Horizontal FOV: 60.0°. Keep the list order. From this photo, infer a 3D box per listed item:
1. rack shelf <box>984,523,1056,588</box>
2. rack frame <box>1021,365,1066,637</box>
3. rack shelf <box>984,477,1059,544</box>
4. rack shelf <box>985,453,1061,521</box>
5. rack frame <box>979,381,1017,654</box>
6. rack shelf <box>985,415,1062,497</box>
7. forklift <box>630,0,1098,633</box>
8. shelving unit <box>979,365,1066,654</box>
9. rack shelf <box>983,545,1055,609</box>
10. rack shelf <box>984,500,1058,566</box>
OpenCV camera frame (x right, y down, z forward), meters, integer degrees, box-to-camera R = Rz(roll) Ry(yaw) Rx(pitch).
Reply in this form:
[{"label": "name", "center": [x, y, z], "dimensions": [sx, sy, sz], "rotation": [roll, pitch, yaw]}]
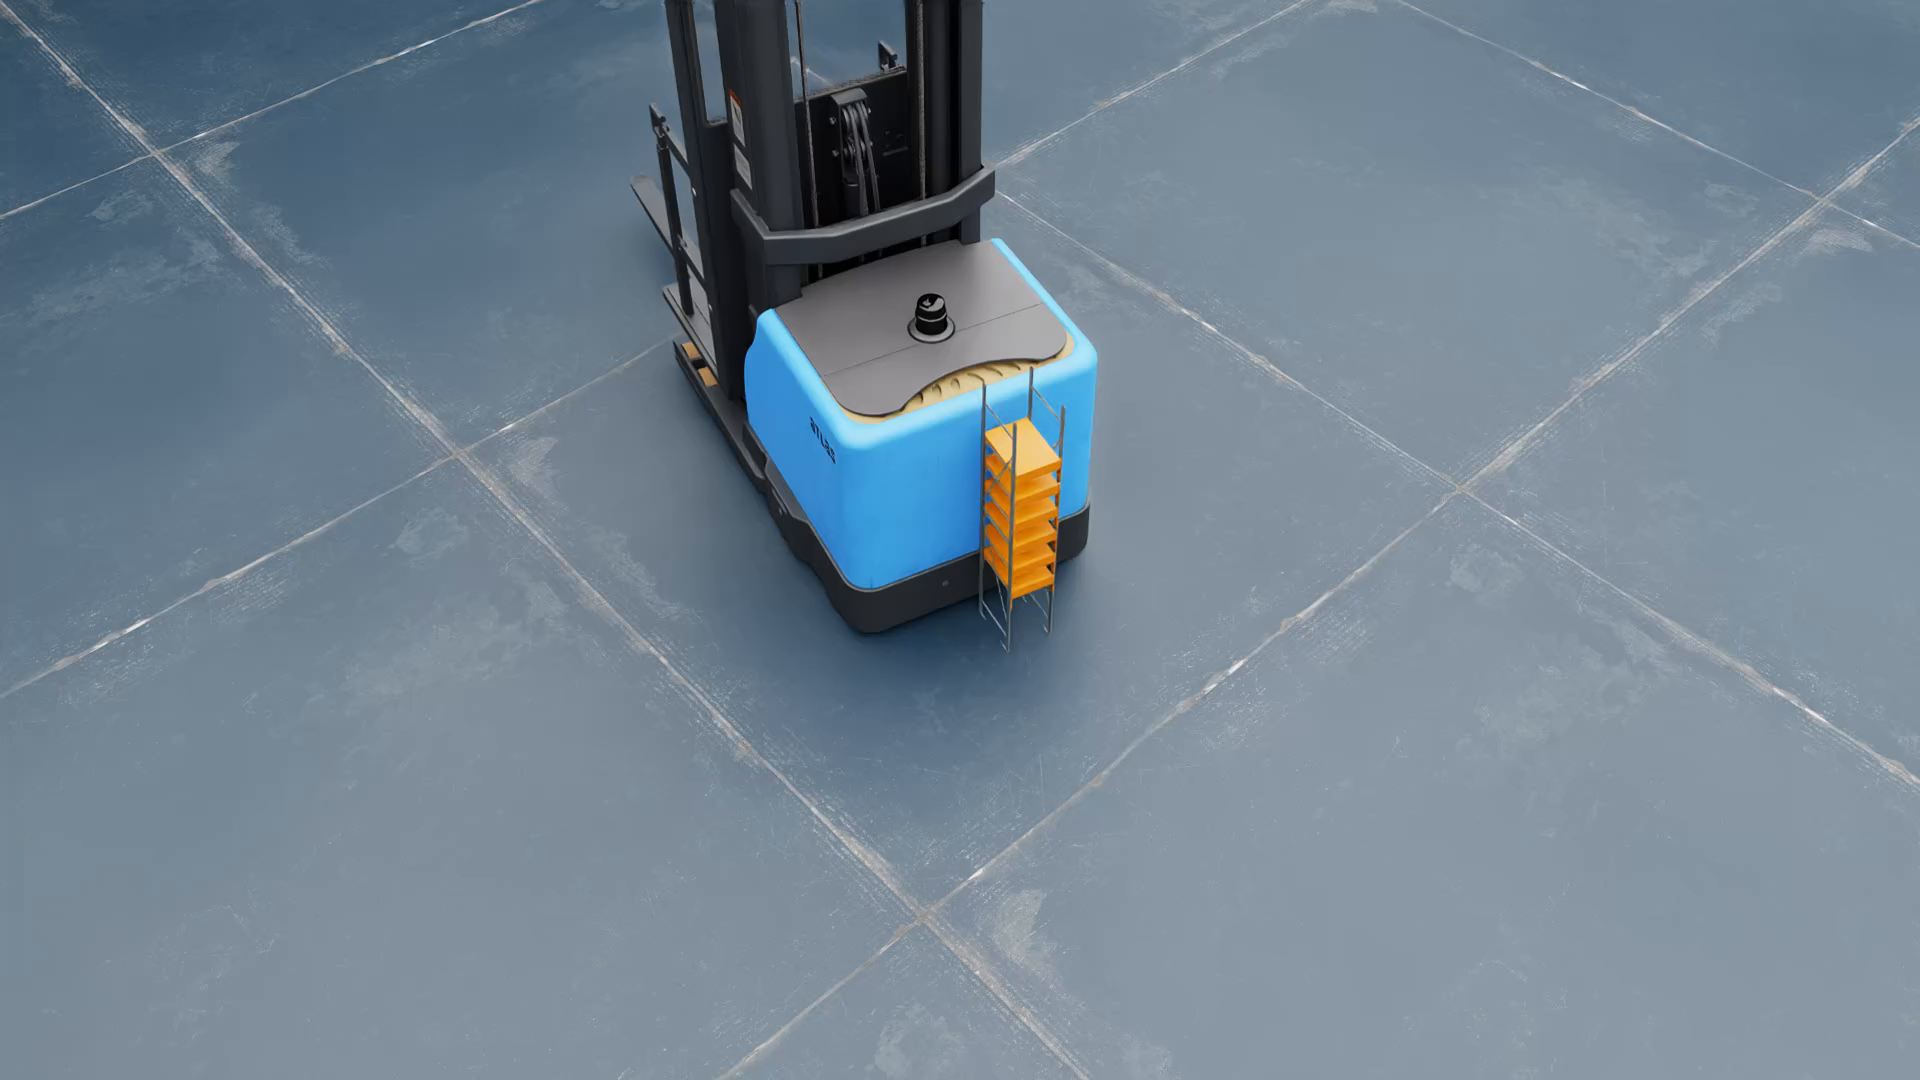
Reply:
[{"label": "rack shelf", "center": [0.213, 0.031, 6.129], "dimensions": [0.180, 0.103, 0.258], "rotation": [-21, 51, -18]}, {"label": "rack frame", "center": [0.294, -0.111, 6.036], "dimensions": [0.006, 1.200, 0.240], "rotation": [-21, 51, -18]}, {"label": "rack shelf", "center": [0.213, -0.132, 5.952], "dimensions": [0.180, 0.103, 0.258], "rotation": [-21, 51, -18]}, {"label": "rack shelf", "center": [0.213, -0.213, 5.864], "dimensions": [0.180, 0.103, 0.258], "rotation": [-21, 51, -18]}, {"label": "rack frame", "center": [0.131, -0.050, 5.979], "dimensions": [0.006, 1.200, 0.240], "rotation": [-21, 51, -18]}, {"label": "rack shelf", "center": [0.213, -0.294, 5.775], "dimensions": [0.180, 0.103, 0.258], "rotation": [-21, 51, -18]}, {"label": "forklift", "center": [-0.612, -1.730, 6.352], "dimensions": [1.130, 2.935, 3.031], "rotation": [-21, 51, -18]}, {"label": "shelving unit", "center": [0.213, -0.081, 6.008], "dimensions": [0.189, 1.200, 0.258], "rotation": [-21, 51, -18]}, {"label": "rack shelf", "center": [0.212, 0.112, 6.217], "dimensions": [0.180, 0.103, 0.258], "rotation": [-21, 51, -18]}, {"label": "rack shelf", "center": [0.213, -0.050, 6.040], "dimensions": [0.180, 0.103, 0.258], "rotation": [-21, 51, -18]}]
